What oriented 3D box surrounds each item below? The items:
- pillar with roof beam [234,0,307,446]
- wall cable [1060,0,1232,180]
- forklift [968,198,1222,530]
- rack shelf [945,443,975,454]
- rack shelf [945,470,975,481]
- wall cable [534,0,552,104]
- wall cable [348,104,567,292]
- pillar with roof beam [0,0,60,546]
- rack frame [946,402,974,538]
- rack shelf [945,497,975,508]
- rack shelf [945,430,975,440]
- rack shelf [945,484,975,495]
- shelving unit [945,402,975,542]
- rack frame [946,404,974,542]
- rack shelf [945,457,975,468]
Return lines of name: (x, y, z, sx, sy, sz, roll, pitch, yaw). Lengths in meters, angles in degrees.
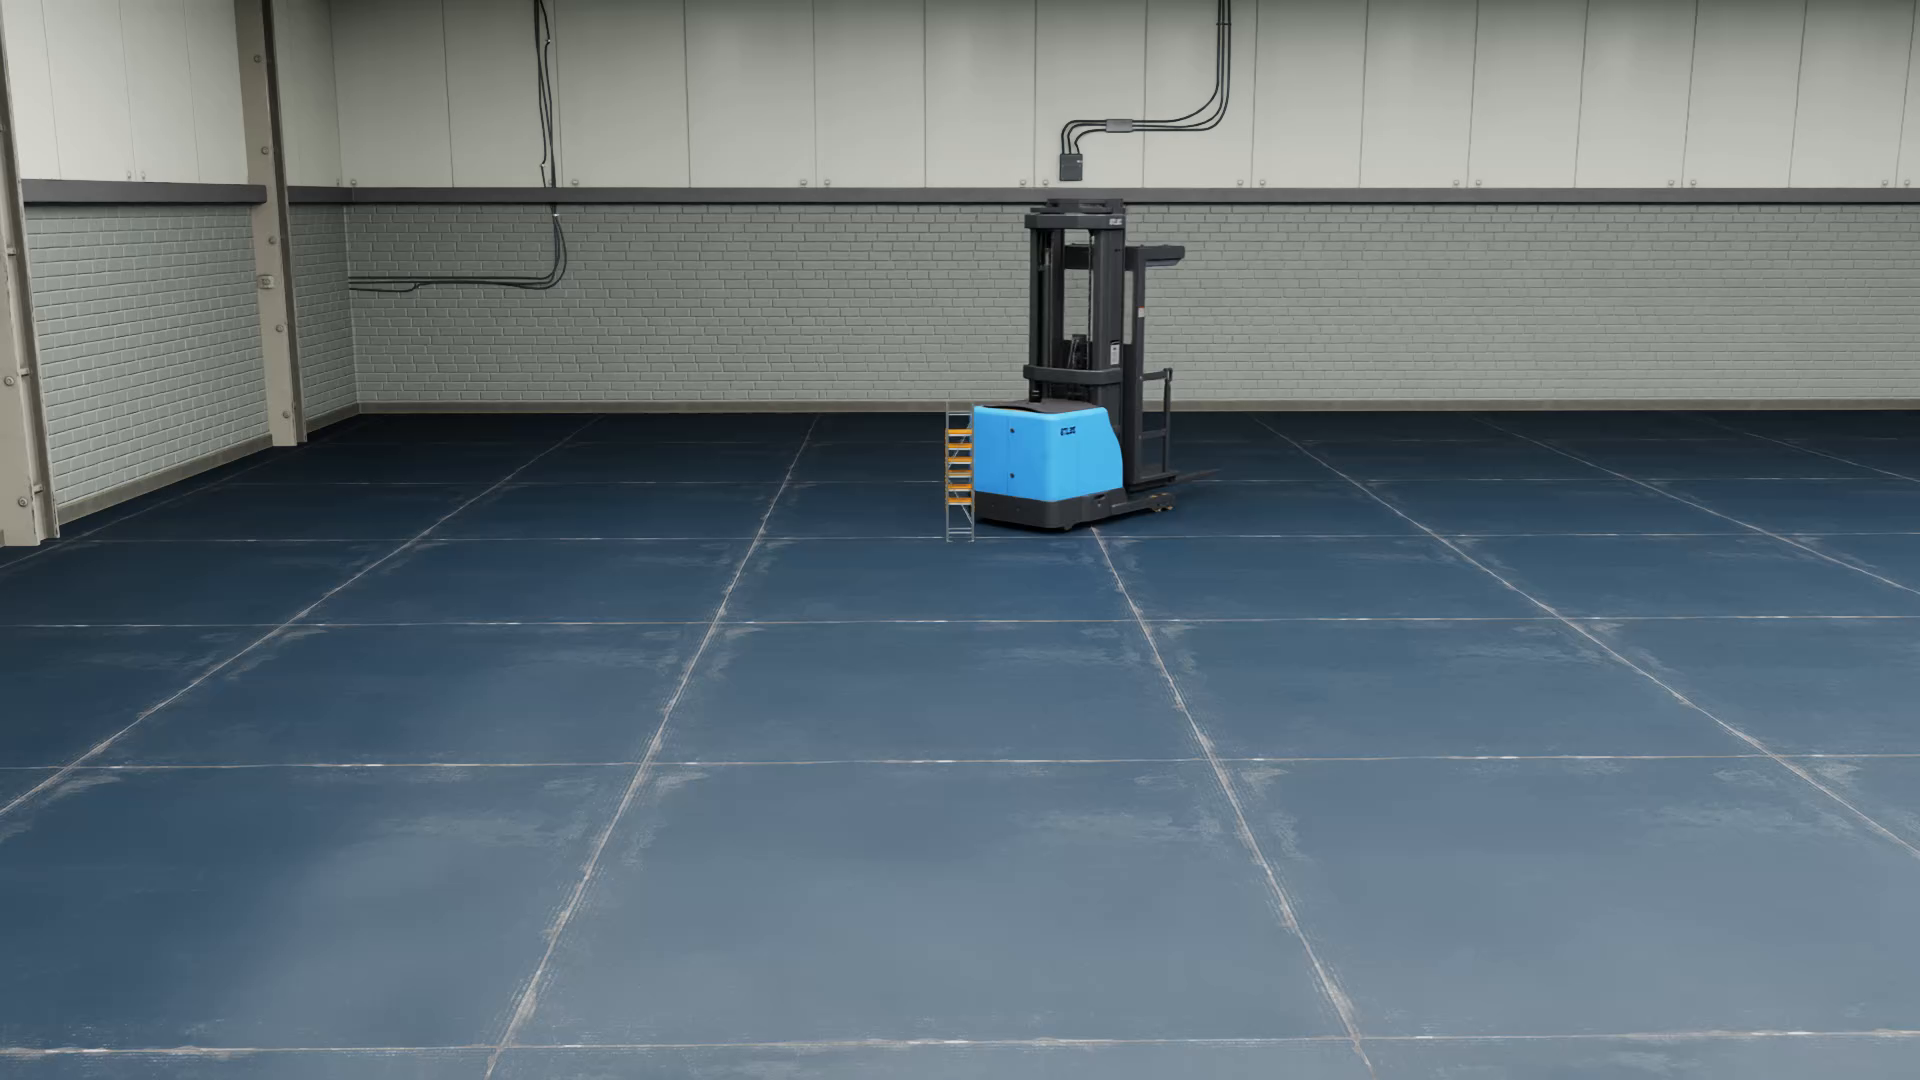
pillar with roof beam: (-3.925, -5.610, 19.578, 9.100, 9.000, 0.400, 0, 11, -1)
wall cable: (2.524, -7.886, 22.243, 2.305, 6.003, 0.169, 0, 11, -1)
forklift: (1.423, -1.756, 15.843, 1.130, 2.935, 3.031, 10, 15, 41)
rack shelf: (0.000, -0.783, 14.415, 0.258, 0.103, 0.180, 0, 11, -1)
rack shelf: (0.000, -0.547, 14.463, 0.258, 0.103, 0.180, 0, 11, -1)
wall cable: (-4.263, -7.148, 22.266, 3.097, 2.526, 0.112, 0, 11, -1)
wall cable: (-6.967, -4.662, 22.713, 3.097, 2.526, 0.112, 0, 11, -1)
pillar with roof beam: (-3.801, -4.417, 13.699, 9.100, 9.000, 0.400, 0, 11, -1)
rack frame: (-0.002, -0.609, 14.544, 0.240, 1.200, 0.006, 0, 11, -1)
rack shelf: (0.000, -0.312, 14.511, 0.258, 0.103, 0.180, 0, 11, -1)
rack shelf: (0.000, -0.900, 14.391, 0.258, 0.103, 0.180, 0, 11, -1)
rack shelf: (0.000, -0.430, 14.487, 0.258, 0.103, 0.180, 0, 11, -1)
shelving unit: (0.000, -0.591, 14.454, 0.258, 1.200, 0.189, 0, 11, -1)
rack frame: (0.002, -0.573, 14.364, 0.240, 1.200, 0.006, 0, 11, -1)
rack shelf: (0.000, -0.665, 14.439, 0.258, 0.103, 0.180, 0, 11, -1)
